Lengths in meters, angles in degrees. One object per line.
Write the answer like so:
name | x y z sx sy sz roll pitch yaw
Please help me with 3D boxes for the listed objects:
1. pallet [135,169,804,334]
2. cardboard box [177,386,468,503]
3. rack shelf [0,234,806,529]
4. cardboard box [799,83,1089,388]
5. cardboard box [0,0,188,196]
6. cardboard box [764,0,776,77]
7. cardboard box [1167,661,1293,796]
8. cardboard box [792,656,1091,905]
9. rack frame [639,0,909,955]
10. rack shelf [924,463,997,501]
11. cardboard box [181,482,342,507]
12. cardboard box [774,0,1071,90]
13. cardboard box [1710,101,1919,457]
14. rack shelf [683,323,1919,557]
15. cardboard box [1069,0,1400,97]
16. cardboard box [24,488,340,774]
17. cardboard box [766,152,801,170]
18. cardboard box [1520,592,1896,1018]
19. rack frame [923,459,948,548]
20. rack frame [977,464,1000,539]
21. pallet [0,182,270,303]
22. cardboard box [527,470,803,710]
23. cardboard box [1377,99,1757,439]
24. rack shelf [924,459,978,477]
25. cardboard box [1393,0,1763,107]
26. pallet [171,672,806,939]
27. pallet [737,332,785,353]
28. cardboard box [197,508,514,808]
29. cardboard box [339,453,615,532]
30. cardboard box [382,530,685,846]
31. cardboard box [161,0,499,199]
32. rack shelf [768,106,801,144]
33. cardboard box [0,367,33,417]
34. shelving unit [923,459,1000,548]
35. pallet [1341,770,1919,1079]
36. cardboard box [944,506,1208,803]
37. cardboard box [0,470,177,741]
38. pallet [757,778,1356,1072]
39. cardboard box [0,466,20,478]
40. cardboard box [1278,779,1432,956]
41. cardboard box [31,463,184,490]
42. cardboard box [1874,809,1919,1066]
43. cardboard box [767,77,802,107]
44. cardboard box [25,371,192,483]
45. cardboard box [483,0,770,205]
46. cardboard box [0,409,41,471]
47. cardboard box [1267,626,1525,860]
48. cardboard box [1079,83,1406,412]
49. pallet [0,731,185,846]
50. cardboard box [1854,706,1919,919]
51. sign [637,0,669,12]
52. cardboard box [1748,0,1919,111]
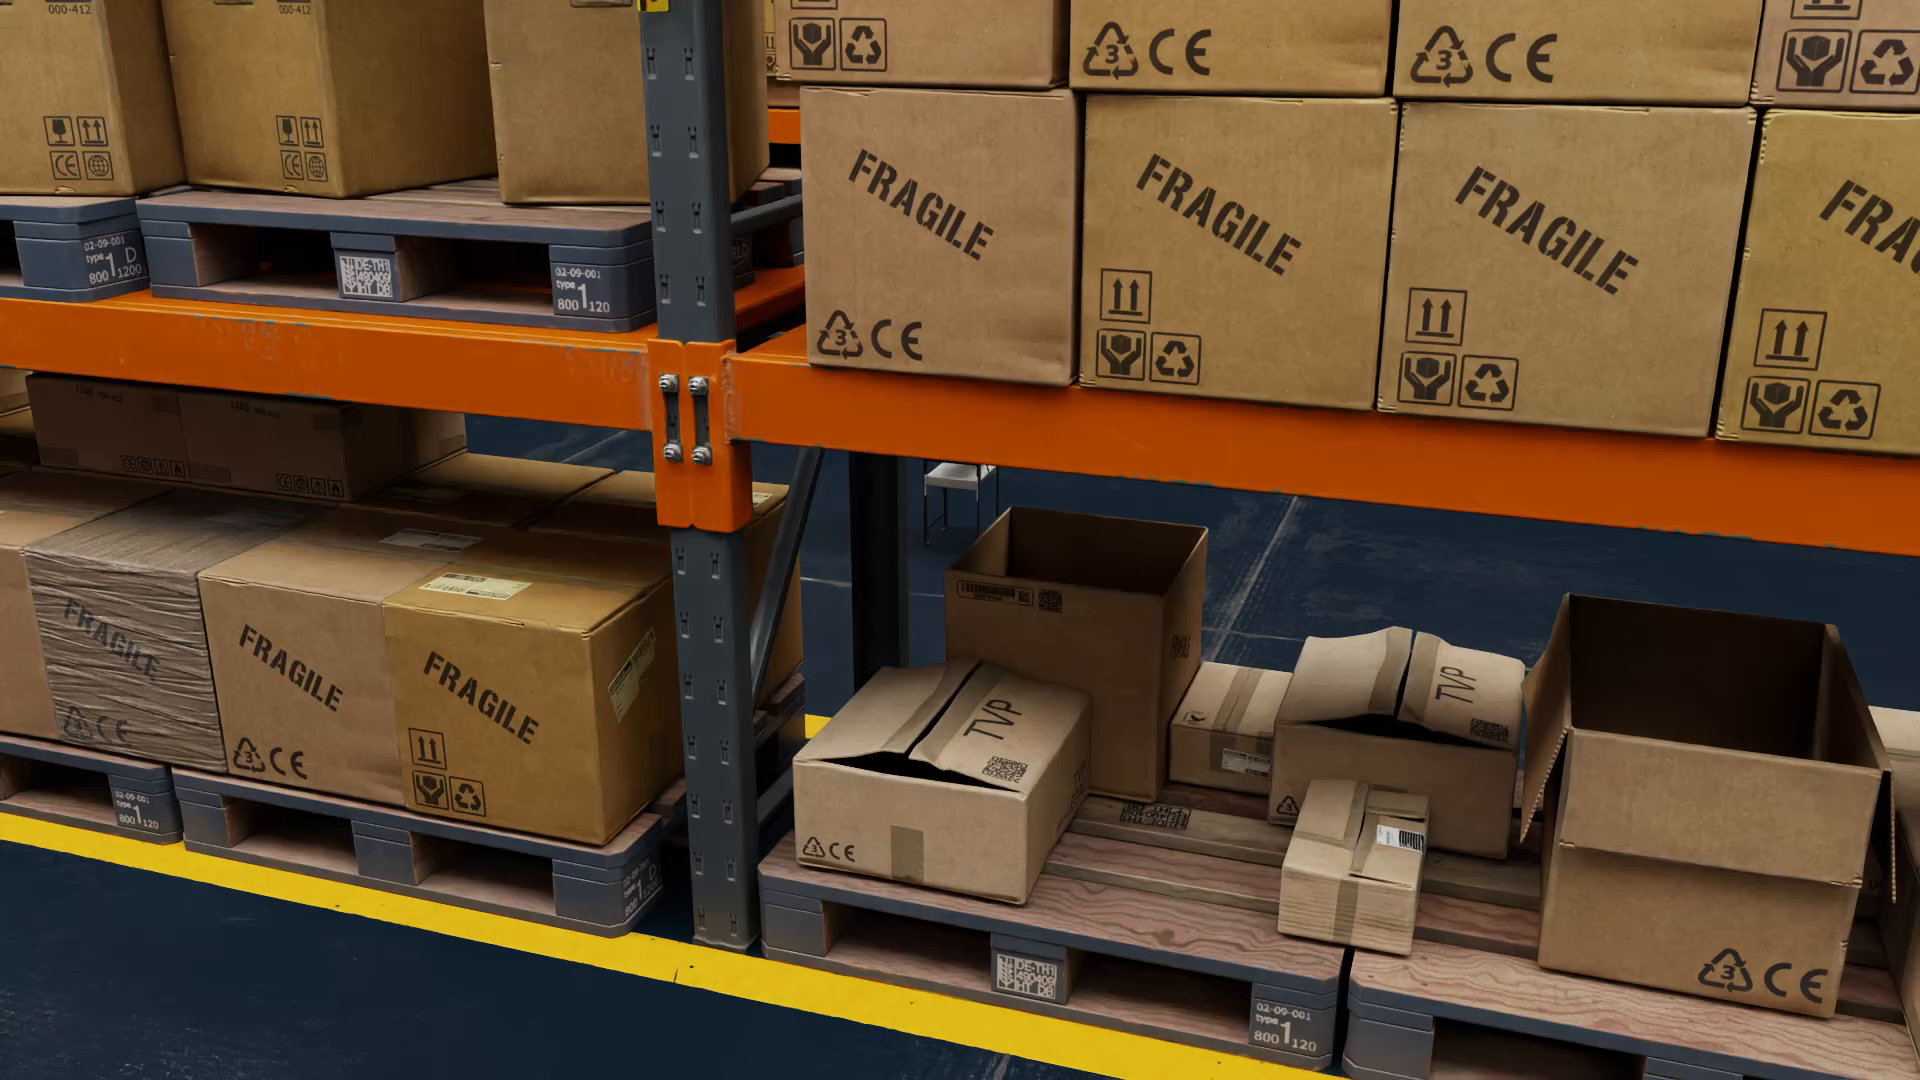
pallet | -1.071 -0.724 3.888 1.213 0.211 1.003 7 20 18
cardboard box | -1.673 -0.312 4.405 0.500 0.250 0.500 7 20 18
rack shelf | -2.241 -0.571 4.250 4.000 0.370 1.077 7 20 18
cardboard box | 0.040 -0.602 3.094 0.500 0.500 0.500 7 20 19
cardboard box | -2.041 -1.112 3.919 0.500 0.500 0.700 1 19 4
cardboard box | -0.679 -2.565 8.244 0.500 0.500 0.500 7 20 20
cardboard box | 0.654 0.439 3.922 0.250 0.149 0.380 7 20 18
cardboard box | -0.026 0.480 3.559 0.500 0.311 0.500 7 20 18
rack frame | -0.352 -0.695 3.512 0.127 3.000 1.000 7 20 18
rack shelf | 0.008 -0.223 5.996 0.200 0.077 0.258 7 20 18
cardboard box | -1.706 0.039 4.535 0.500 0.500 0.500 7 20 19
cardboard box | 0.001 -1.076 2.934 0.500 0.500 0.500 7 20 19
cardboard box | 1.478 -0.439 2.625 0.500 0.500 0.500 6 20 17
rack shelf | 1.538 -0.139 3.010 4.000 0.370 1.077 7 20 18
cardboard box | 0.489 -1.020 2.774 0.500 0.500 0.500 6 20 16
cardboard box | -1.850 0.203 4.065 0.500 0.500 0.500 7 20 19
cardboard box | -1.031 -1.634 8.834 0.750 0.750 0.750 6 20 18
cardboard box | 1.425 0.478 3.273 0.637 0.503 0.797 7 20 18
rack frame | -0.088 -0.435 5.957 0.006 0.900 0.240 7 20 18
rack frame | 0.104 -0.413 5.894 0.006 0.900 0.240 7 20 18
pallet | -2.292 -0.827 4.184 1.213 0.211 1.003 7 20 18
cardboard box | -0.729 0.150 4.218 0.500 0.500 0.500 6 20 16
cardboard box | 0.997 -0.493 2.782 0.500 0.500 0.500 6 20 18
rack shelf | 0.008 -0.308 5.966 0.200 0.077 0.258 7 20 18
cardboard box | 0.974 -0.964 2.615 0.500 0.500 0.500 6 20 16
pallet | -1.132 0.546 4.189 1.213 0.211 1.003 7 20 18
pallet | -0.639 -1.110 8.939 1.213 0.211 1.003 7 20 18
cardboard box | -1.376 0.258 3.909 0.500 0.500 0.500 7 20 18
cardboard box | -1.236 0.096 4.373 0.500 0.500 0.500 7 20 19
cardboard box | -0.912 0.314 3.748 0.500 0.500 0.500 6 20 18
cardboard box | -1.396 -1.115 3.929 0.500 0.500 0.700 10 22 27
rack shelf | -0.619 -2.112 8.670 4.000 0.370 1.077 7 20 18
cardboard box | -3.115 -0.475 4.873 0.500 0.250 0.500 7 21 20
shelving unit | 0.008 -0.424 5.926 0.210 0.900 0.258 7 20 18
pallet | 1.453 0.828 3.381 1.213 0.211 1.003 7 20 18
cardboard box | 0.280 0.251 3.927 0.500 0.500 0.500 7 20 18
cardboard box | -2.331 0.149 4.220 0.500 0.500 0.500 6 20 16
pallet | 0.297 0.697 3.757 1.213 0.211 1.003 7 20 18
cardboard box | -2.825 0.094 4.377 0.500 0.500 0.500 6 20 17
cardboard box | 0.794 0.638 3.324 0.250 0.166 0.380 7 20 18
cardboard box | -2.183 -0.015 4.692 0.500 0.500 0.500 6 20 16
cardboard box | 1.945 0.734 2.922 0.500 0.250 0.500 7 20 18
cardboard box | -0.820 -2.288 8.435 0.250 0.149 0.380 7 20 18
cardboard box | -2.147 -0.366 4.560 0.500 0.250 0.500 6 20 17
cardboard box | -0.726 -1.061 3.773 0.500 0.500 0.700 0 19 0
cardboard box | -2.681 -0.070 4.849 0.500 0.500 0.500 6 20 16
cardboard box | 0.988 0.422 3.726 0.500 0.311 0.500 7 20 18
cardboard box | 0.525 -0.548 2.939 0.500 0.500 0.500 7 20 19
pallet | -2.289 0.415 4.566 1.213 0.211 1.003 7 20 18
cardboard box | 2.062 0.573 3.384 0.500 0.250 0.500 7 20 18
sign | -0.530 -1.068 2.825 0.005 0.325 0.100 7 20 18
cardboard box | 1.462 -0.909 2.455 0.500 0.500 0.500 7 20 20
